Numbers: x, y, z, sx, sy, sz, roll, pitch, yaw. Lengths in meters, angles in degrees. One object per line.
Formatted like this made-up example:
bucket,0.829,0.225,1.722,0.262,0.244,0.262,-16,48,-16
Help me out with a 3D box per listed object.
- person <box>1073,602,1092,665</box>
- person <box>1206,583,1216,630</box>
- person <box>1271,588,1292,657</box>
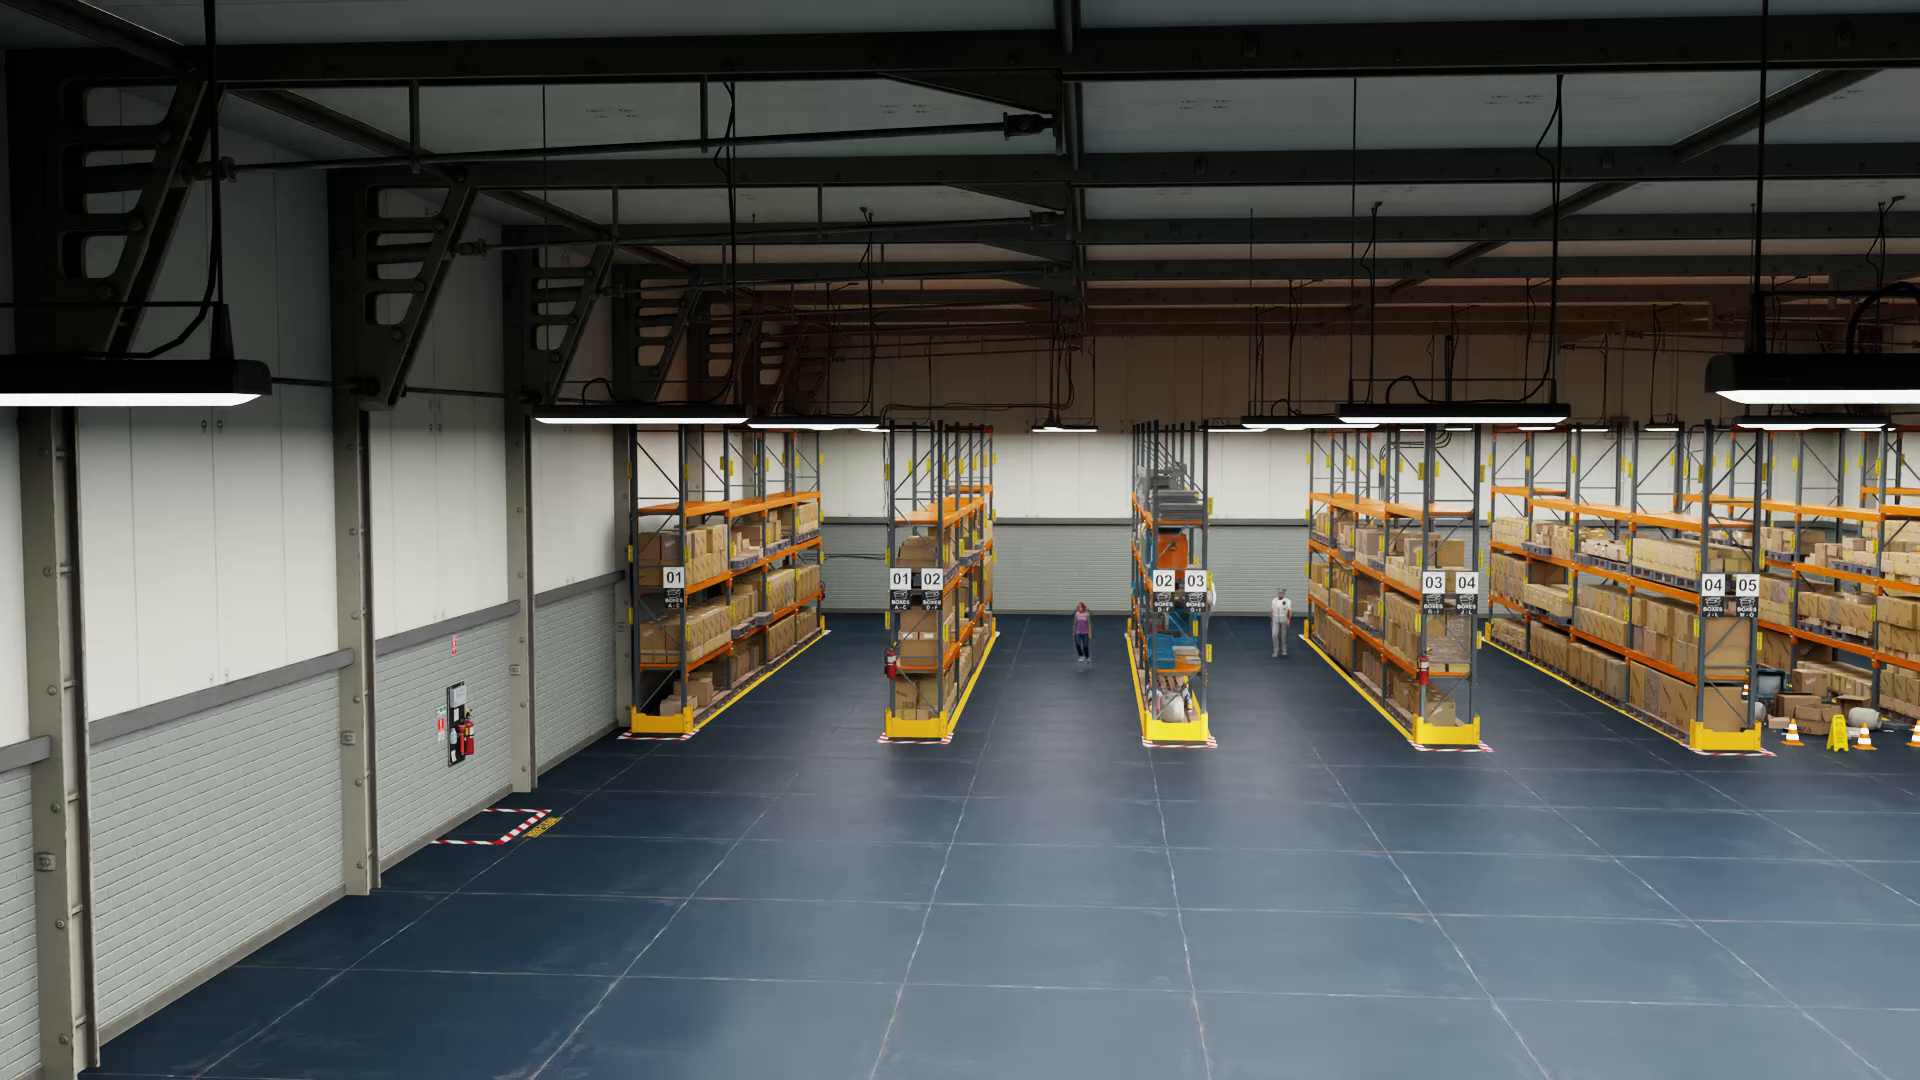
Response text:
person,2.939,2.262,40.106,0.467,1.524,0.492,1,4,16
person,7.295,1.791,48.951,0.486,1.622,1.024,0,4,1
person,8.308,2.139,43.045,0.582,1.796,0.590,1,4,21
